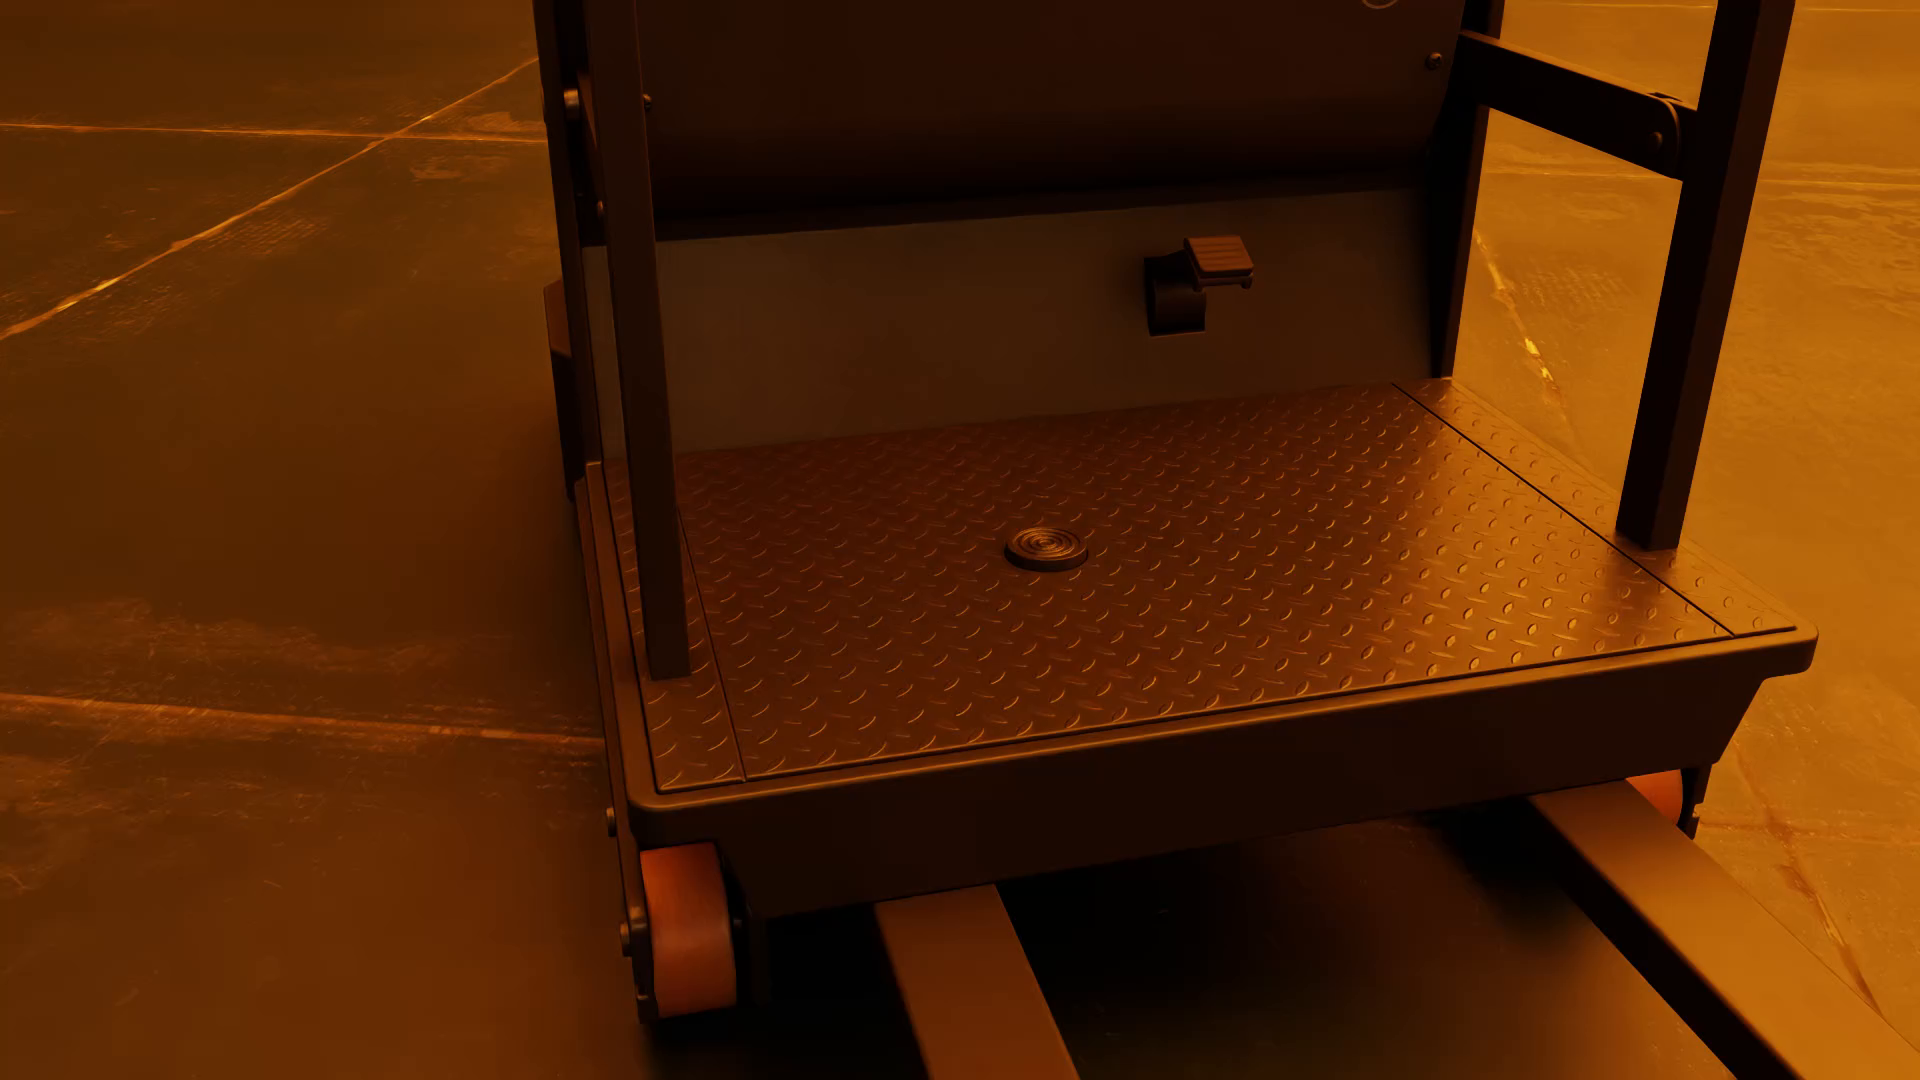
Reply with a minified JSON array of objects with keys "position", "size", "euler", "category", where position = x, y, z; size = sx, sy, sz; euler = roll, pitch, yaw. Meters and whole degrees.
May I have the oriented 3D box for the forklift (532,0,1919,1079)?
[{"position":[0.153,-1.049,1.319],"size":[1.130,2.935,3.031],"euler":[-7,27,-13],"category":"forklift"}]
